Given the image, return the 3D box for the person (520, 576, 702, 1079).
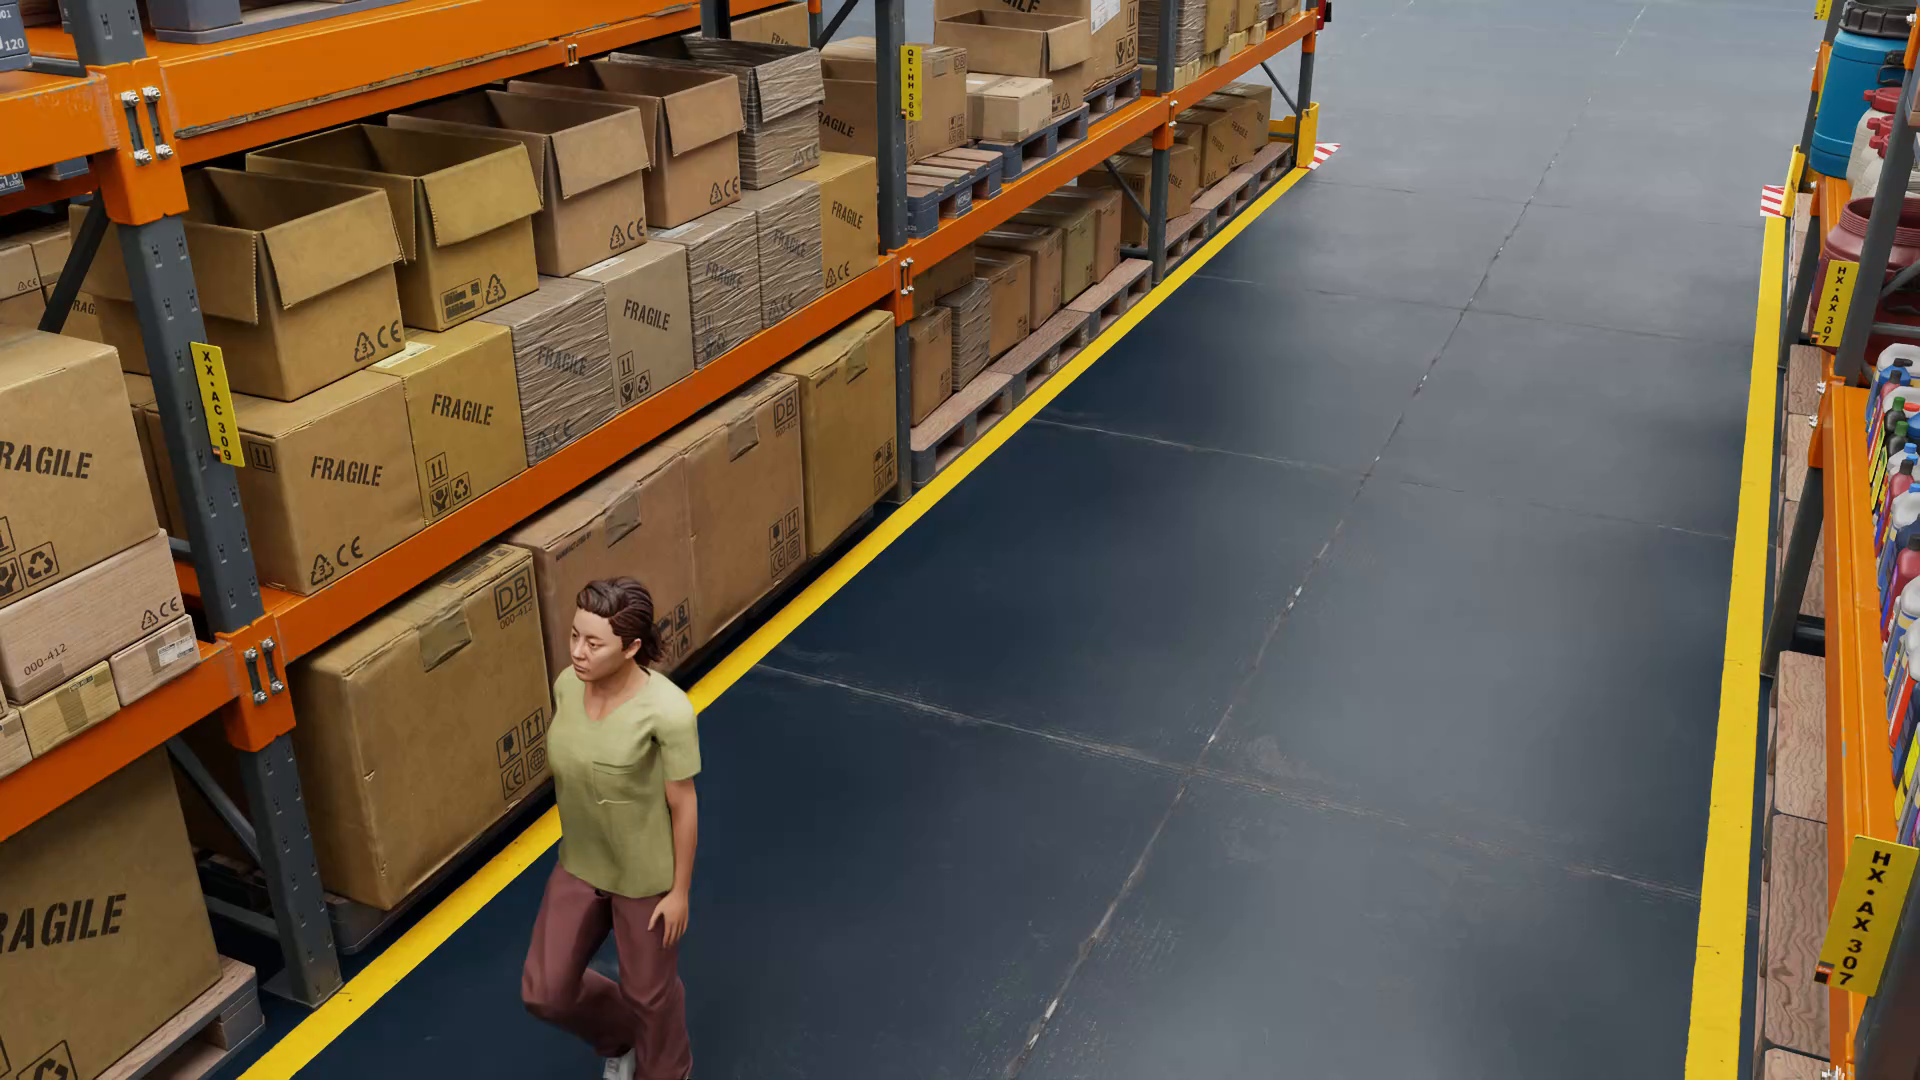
[{"bbox_3d":[-0.888,0.990,4.349,0.450,1.412,0.436,11,28,22],"label":"person"}]
